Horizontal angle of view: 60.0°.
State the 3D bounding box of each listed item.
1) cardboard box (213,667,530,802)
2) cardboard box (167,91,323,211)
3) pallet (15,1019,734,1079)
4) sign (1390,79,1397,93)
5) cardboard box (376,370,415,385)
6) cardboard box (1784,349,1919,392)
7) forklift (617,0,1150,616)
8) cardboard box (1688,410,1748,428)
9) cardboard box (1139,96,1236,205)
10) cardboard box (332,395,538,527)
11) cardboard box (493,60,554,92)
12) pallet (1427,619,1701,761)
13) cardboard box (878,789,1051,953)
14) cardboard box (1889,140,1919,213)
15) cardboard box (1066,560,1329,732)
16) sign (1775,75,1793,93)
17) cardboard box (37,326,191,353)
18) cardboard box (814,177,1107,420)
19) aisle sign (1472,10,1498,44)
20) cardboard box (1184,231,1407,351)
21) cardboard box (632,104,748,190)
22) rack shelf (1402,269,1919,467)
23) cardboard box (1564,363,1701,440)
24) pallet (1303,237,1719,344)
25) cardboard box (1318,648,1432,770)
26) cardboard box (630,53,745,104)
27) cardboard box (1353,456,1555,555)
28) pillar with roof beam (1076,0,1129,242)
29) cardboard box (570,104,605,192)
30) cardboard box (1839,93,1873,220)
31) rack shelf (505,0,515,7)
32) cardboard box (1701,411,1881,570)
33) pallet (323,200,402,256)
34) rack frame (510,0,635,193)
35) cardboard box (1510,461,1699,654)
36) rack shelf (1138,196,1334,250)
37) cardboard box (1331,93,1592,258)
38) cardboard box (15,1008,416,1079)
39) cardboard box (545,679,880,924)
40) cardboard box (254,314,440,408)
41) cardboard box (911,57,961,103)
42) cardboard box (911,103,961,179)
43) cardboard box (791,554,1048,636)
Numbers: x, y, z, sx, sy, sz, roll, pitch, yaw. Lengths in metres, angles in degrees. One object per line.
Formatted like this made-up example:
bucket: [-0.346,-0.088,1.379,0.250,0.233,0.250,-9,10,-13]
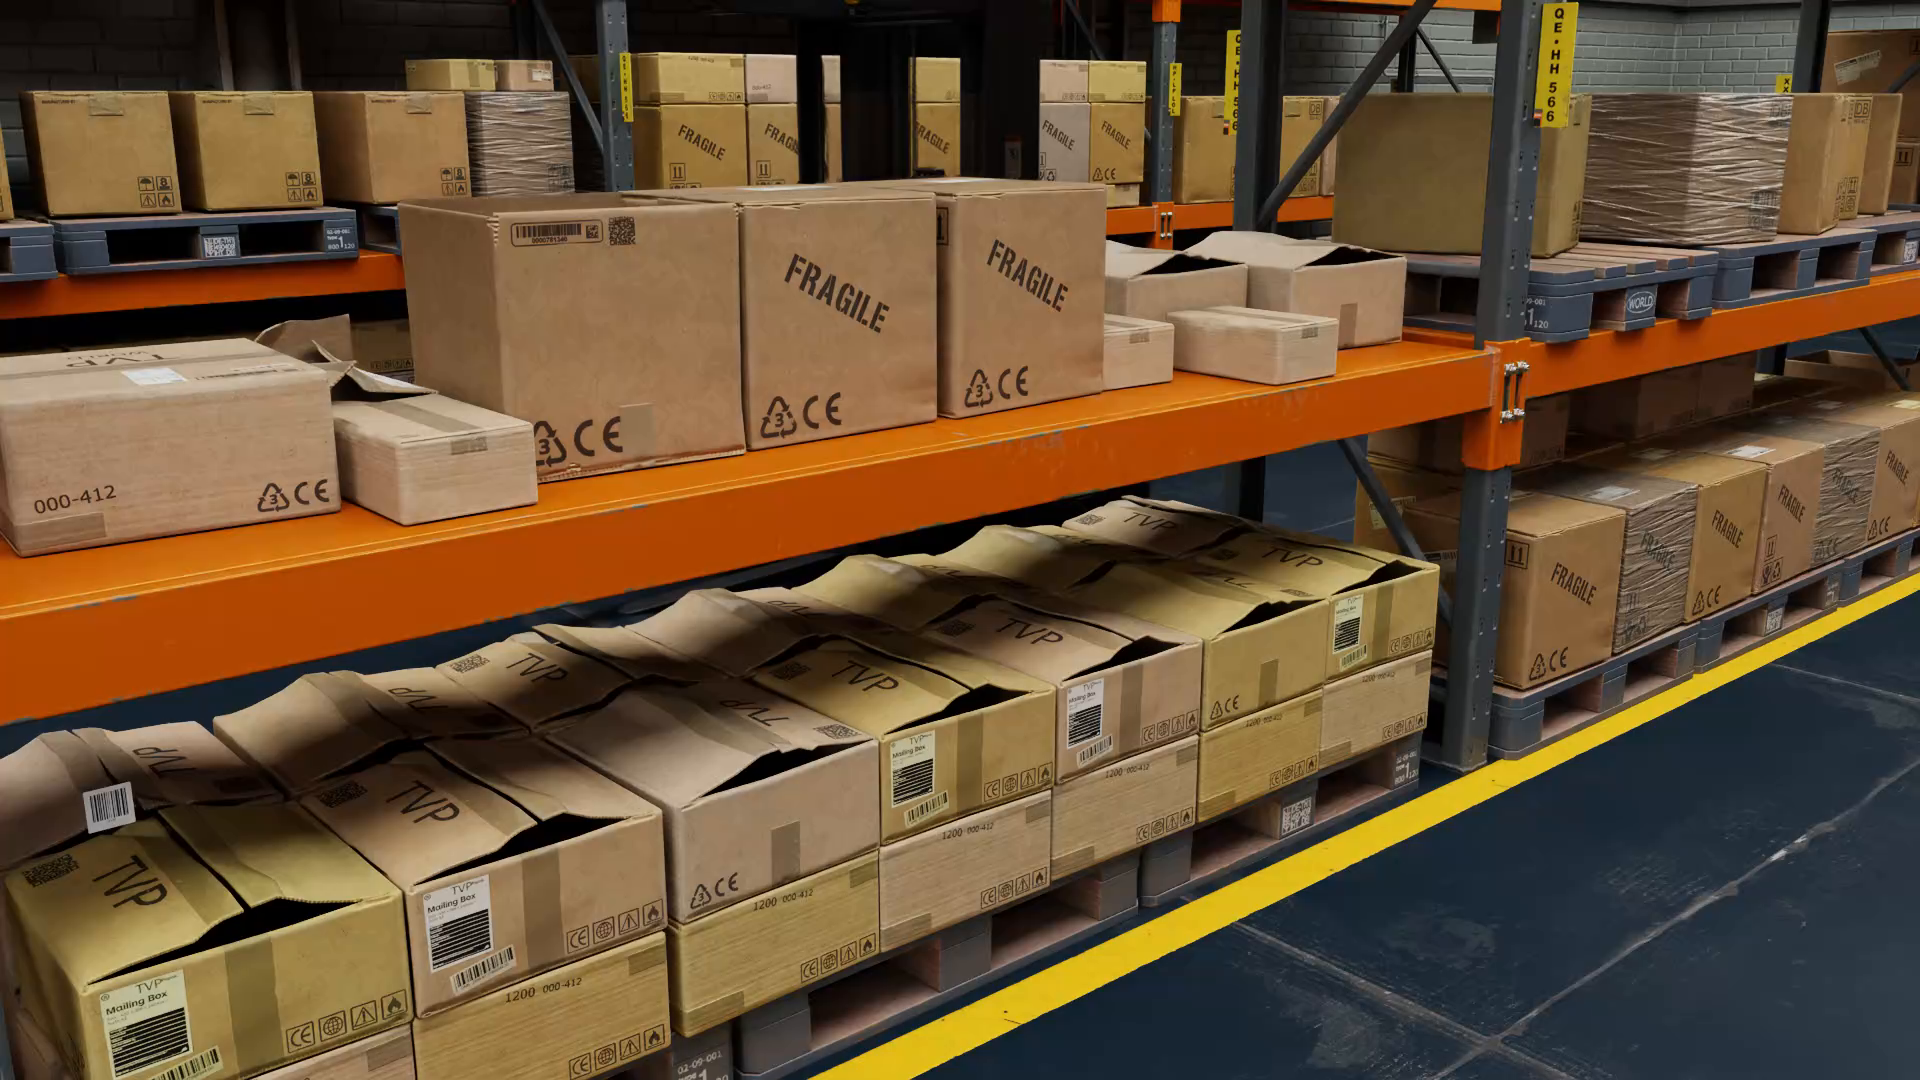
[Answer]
cardboard box: [-1.259,0.480,3.568,0.500,0.311,0.500,-12,19,-38]
cardboard box: [-3.275,-1.766,7.502,0.500,0.500,0.700,-13,19,-39]
pallet: [-1.234,1.054,3.395,1.213,0.211,1.003,-13,19,-39]
sign: [3.674,-3.723,14.044,0.005,0.325,0.100,-13,19,-39]
cardboard box: [-2.975,-0.610,8.213,0.500,0.500,0.700,-13,20,-39]
cardboard box: [4.514,-0.673,8.447,0.500,0.500,0.500,-13,19,-39]
forklift: [-0.436,-1.287,6.890,1.130,2.935,3.031,13,20,39]
cardboard box: [2.969,-0.311,7.091,0.500,0.500,0.500,-12,19,-39]
cardboard box: [1.436,-2.713,11.514,0.700,0.700,0.980,-12,19,-39]
cardboard box: [-0.962,-0.150,2.984,0.250,0.149,0.380,-13,19,-39]
cardboard box: [-2.242,-2.312,8.290,0.380,0.149,0.250,13,20,40]
pallet: [1.841,0.390,5.882,1.213,0.211,1.003,-13,19,-39]
cardboard box: [-0.138,0.684,3.891,0.500,0.250,0.500,-12,19,-38]
cardboard box: [4.479,-1.699,8.104,0.500,0.500,0.500,-12,19,-38]
cardboard box: [0.632,0.242,4.458,0.500,0.311,0.500,-13,20,-40]
sign: [3.909,-2.038,7.892,0.005,0.325,0.100,-13,19,-39]
cardboard box: [-3.755,-0.784,7.409,0.500,0.250,0.500,-13,20,-41]
cardboard box: [-0.002,-0.599,3.987,0.500,0.500,0.500,-14,20,-42]
aisle sign: [4.285,-4.367,13.249,0.004,0.787,0.394,-13,19,-39]
cardboard box: [0.950,-0.742,4.888,0.500,0.311,0.500,-11,19,-36]
cardboard box: [-1.467,-2.036,8.751,0.500,0.500,0.500,-12,19,-38]
rack shelf: [2.762,-0.830,6.437,4.000,0.370,1.077,-13,19,-39]
cardboard box: [2.613,-0.594,6.700,0.500,0.250,0.500,-13,20,-40]
pallet: [1.718,-0.874,5.582,1.003,0.211,1.213,-13,19,-39]
cardboard box: [1.016,0.424,4.865,0.500,0.250,0.500,-12,19,-38]
cardboard box: [-1.468,-2.398,8.651,0.500,0.250,0.500,-12,19,-38]
cardboard box: [1.805,-0.047,6.106,0.500,0.500,0.500,-12,19,-37]
pillar with roof beam: [3.802,-4.827,8.383,0.400,9.000,9.100,-13,19,-39]
cardboard box: [-1.818,-2.135,9.122,0.500,0.500,0.500,-12,19,-39]
cardboard box: [3.289,-1.602,6.926,0.500,0.500,0.700,-9,17,-31]
rack shelf: [-3.510,-2.565,7.121,4.000,0.370,1.077,-13,19,-39]
cardboard box: [3.329,-0.214,6.731,0.500,0.500,0.500,-12,19,-39]
pallet: [-2.469,-1.568,8.179,1.003,0.211,1.213,-13,19,-39]
rack frame: [-2.001,-1.802,8.684,0.127,3.000,1.000,-13,19,-39]
cardboard box: [2.175,0.046,5.758,0.500,0.500,0.500,-14,20,-41]
rack shelf: [2.525,-2.471,12.582,4.000,0.370,1.077,-13,19,-39]
cardboard box: [1.654,-1.218,5.490,0.700,0.500,0.500,8,17,28]
cardboard box: [-1.298,0.945,2.915,0.500,0.250,0.500,-13,20,-41]
cardboard box: [-0.518,0.501,3.491,0.500,0.311,0.500,-14,20,-41]
cardboard box: [-1.222,-0.280,3.248,0.258,0.266,0.396,-13,20,-41]
cardboard box: [-0.329,-2.657,9.623,0.500,0.250,0.500,-13,20,-40]
cardboard box: [-0.303,-2.297,9.727,0.500,0.500,0.500,-12,19,-38]
cardboard box: [-0.112,0.224,4.525,0.500,0.311,0.500,-13,20,-41]
